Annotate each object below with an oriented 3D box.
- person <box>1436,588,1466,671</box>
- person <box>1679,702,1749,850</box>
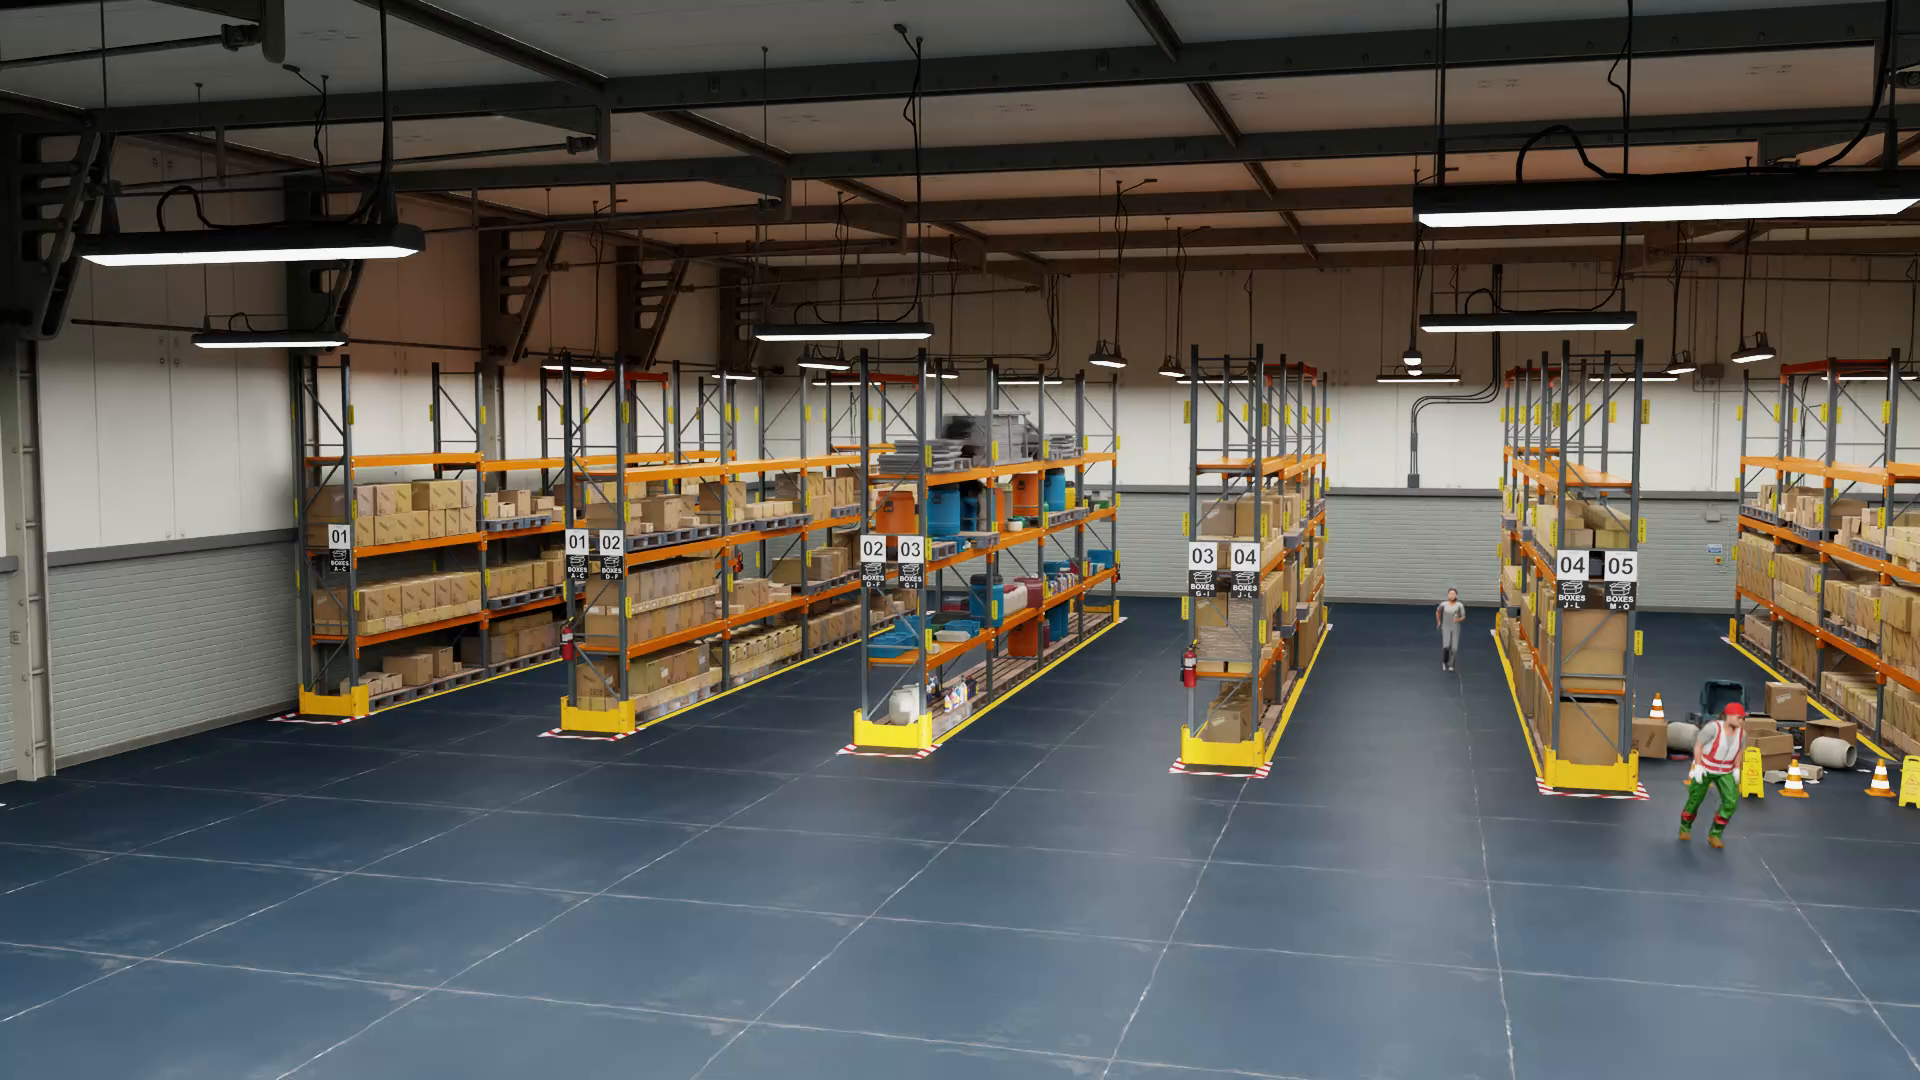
[{"bbox_3d":[9.516,1.750,32.243,0.537,1.631,0.622,1,4,12],"label":"person"},{"bbox_3d":[8.794,2.706,19.349,0.655,1.710,0.695,0,4,-3],"label":"person"}]
